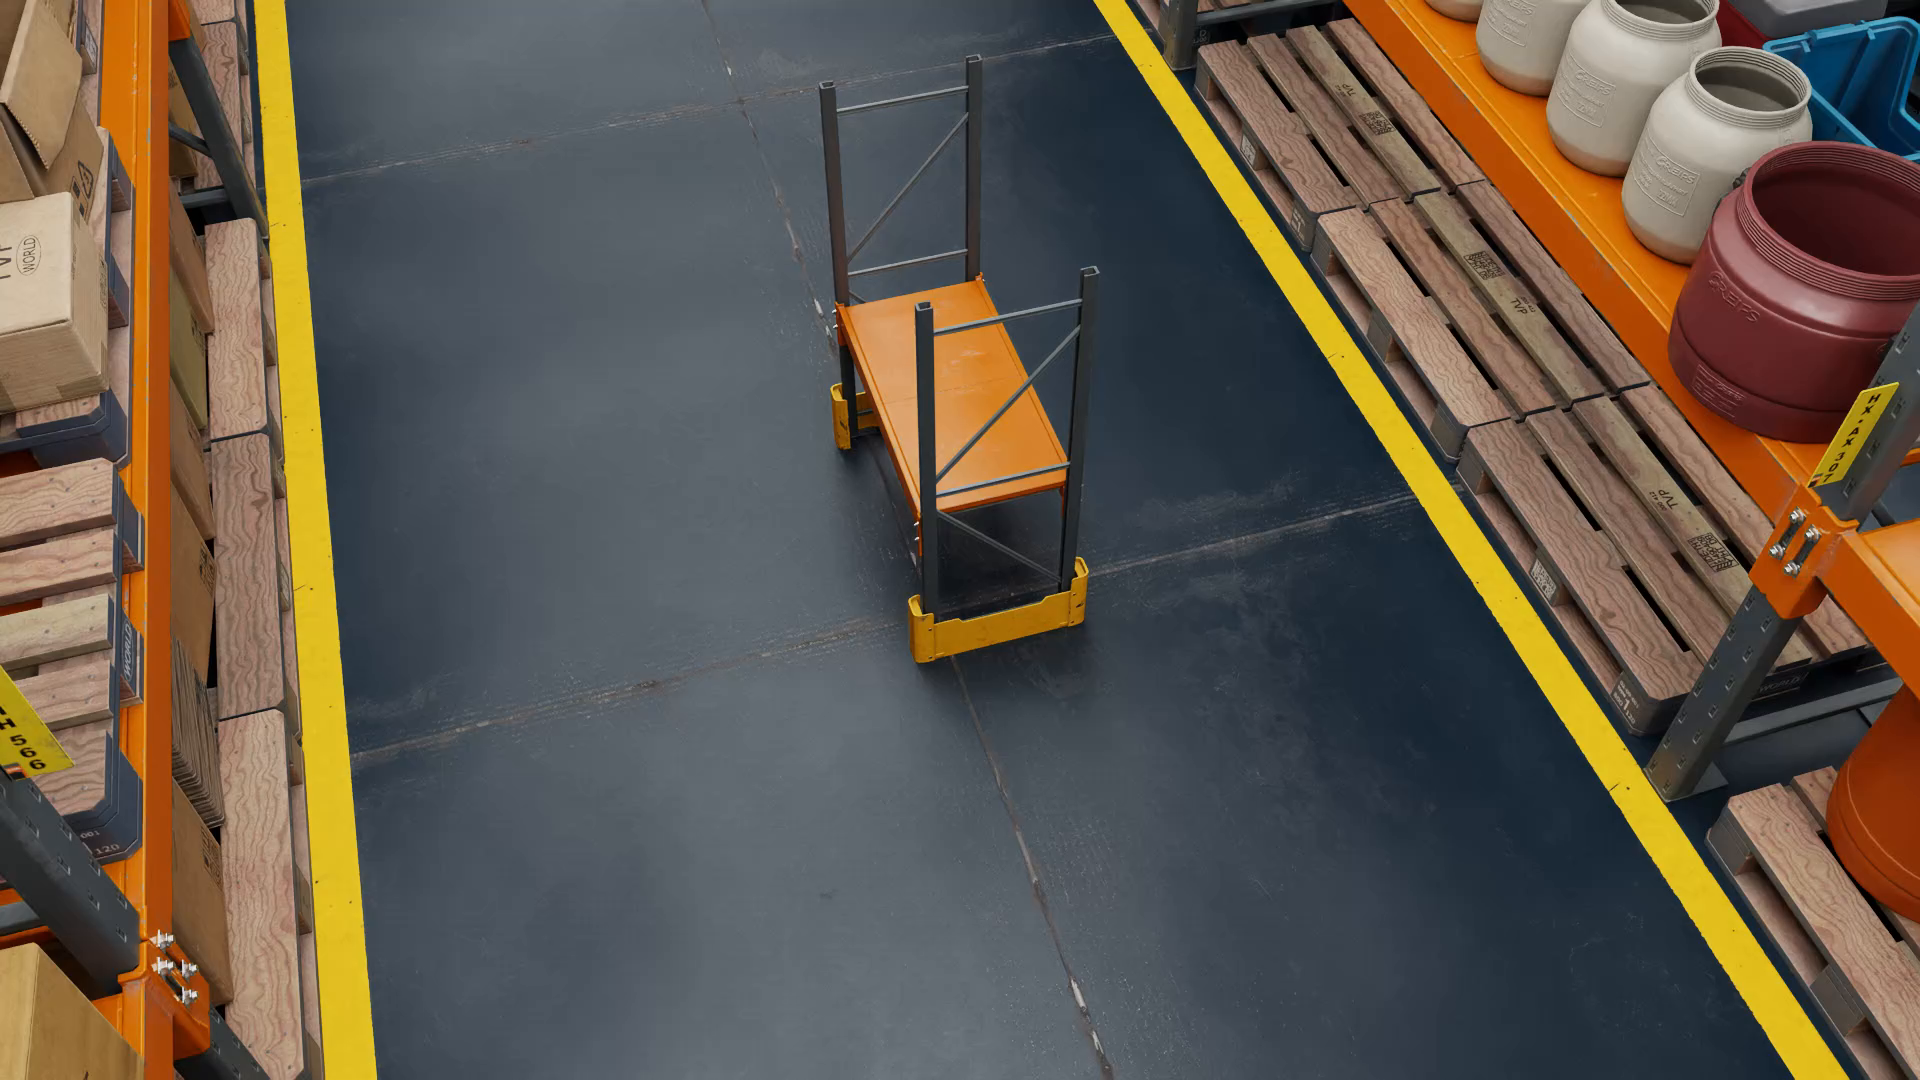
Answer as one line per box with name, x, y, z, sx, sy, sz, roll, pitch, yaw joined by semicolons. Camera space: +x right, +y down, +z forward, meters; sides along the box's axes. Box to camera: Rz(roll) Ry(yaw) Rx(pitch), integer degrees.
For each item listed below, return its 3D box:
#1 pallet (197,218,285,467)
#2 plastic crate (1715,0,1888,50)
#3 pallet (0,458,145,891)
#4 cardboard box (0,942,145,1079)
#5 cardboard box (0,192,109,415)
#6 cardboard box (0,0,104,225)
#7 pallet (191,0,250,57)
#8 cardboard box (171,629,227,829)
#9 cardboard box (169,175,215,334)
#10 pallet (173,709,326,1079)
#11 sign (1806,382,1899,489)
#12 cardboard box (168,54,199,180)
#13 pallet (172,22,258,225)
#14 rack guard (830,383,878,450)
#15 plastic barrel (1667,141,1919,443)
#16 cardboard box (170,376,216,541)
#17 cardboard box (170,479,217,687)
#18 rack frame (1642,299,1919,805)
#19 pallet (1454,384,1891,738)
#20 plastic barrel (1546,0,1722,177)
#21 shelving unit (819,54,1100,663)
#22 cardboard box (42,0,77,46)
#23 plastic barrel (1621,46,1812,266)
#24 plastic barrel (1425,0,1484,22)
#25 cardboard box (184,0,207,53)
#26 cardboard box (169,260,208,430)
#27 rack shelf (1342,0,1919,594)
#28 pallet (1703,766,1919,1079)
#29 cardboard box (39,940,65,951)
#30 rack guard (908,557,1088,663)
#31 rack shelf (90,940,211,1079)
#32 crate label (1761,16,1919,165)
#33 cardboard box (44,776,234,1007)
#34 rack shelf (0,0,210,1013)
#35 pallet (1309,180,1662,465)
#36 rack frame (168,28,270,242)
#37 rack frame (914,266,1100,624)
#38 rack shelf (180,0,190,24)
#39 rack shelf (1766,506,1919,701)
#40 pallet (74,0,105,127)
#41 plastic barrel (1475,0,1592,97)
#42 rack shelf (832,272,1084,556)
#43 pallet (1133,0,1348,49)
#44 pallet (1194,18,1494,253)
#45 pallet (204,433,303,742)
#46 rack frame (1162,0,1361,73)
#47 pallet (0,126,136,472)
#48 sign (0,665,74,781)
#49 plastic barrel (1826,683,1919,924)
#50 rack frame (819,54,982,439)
pallet;-3.077;-0.652;6.162;1.003;0.211;1.213;-13;51;-11
plastic crate;2.420;-1.588;5.085;0.402;0.464;0.583;-13;51;-11
pallet;-2.438;0.368;3.604;1.213;0.211;1.003;-13;51;-11
cardboard box;-1.743;1.074;2.817;0.500;0.500;0.500;-12;51;-10
cardboard box;-2.402;-0.561;4.084;0.500;0.250;0.500;-15;51;-12
cardboard box;-2.708;-1.043;4.325;0.797;0.503;0.637;-9;50;-7
pallet;-3.906;-2.596;7.800;1.003;0.211;1.213;-13;51;-11
cardboard box;-2.519;0.579;4.647;0.700;0.500;0.500;-17;52;-14
cardboard box;-3.148;-1.002;5.980;0.700;0.500;0.500;-17;52;-14
pallet;-2.356;1.130;4.659;1.003;0.211;1.213;-13;51;-11
sign;2.082;-0.241;3.884;0.100;0.325;0.005;-13;51;-11
cardboard box;-3.389;-1.750;6.624;0.500;0.500;0.500;-15;51;-12
pallet;-3.541;-1.703;7.048;1.003;0.211;1.213;-13;51;-11
rack guard;-0.170;-0.500;6.008;0.587;0.250;0.087;-13;51;-11
plastic barrel;2.179;-0.632;4.232;0.600;0.536;0.708;-13;51;-11
cardboard box;-2.859;-0.241;5.338;0.700;0.500;0.500;-17;52;-14
cardboard box;-2.694;0.167;4.995;0.700;0.500;0.500;-9;51;-8
rack frame;2.605;-0.318;4.056;1.000;3.000;0.127;-13;51;-11
pallet;2.413;0.007;5.606;1.003;0.211;1.213;-13;51;-11
plastic barrel;1.973;-1.364;4.865;0.421;0.512;0.421;0;50;0
shelving unit;-0.023;-0.539;5.224;0.587;1.500;1.083;-13;51;-11
cardboard box;-3.208;-1.836;4.669;1.000;1.000;1.000;-13;51;-11
plastic barrel;2.097;-1.057;4.606;0.421;0.512;0.421;0;50;0
plastic barrel;1.713;-1.999;5.384;0.433;0.535;0.433;0;50;0
cardboard box;-3.566;-2.167;6.975;0.500;0.500;0.500;1;50;1
cardboard box;-3.025;-0.649;5.683;0.700;0.500;0.500;-14;51;-11
rack shelf;2.014;-1.547;5.562;1.077;0.370;4.000;-13;51;-11
pallet;2.878;1.147;4.645;1.003;0.211;1.213;-13;51;-11
cardboard box;-2.353;0.742;4.019;0.500;0.250;0.500;-11;51;-9
rack guard;0.125;0.227;5.395;0.587;0.250;0.087;-13;51;-11
rack shelf;-1.535;2.495;2.155;1.077;0.370;4.000;-13;51;-11
crate label;2.570;-1.116;4.706;0.502;0.435;0.616;-13;51;-11
cardboard box;-2.343;0.981;4.308;0.700;0.500;0.500;-16;52;-13
rack shelf;-2.717;-0.427;4.618;1.077;0.370;4.000;-13;51;-11
pallet;2.056;-0.883;6.356;1.003;0.211;1.213;-13;51;-11
rack frame;-3.309;-2.119;5.575;1.000;3.000;0.127;-13;51;-11
rack frame;0.125;-0.174;4.916;0.500;1.500;0.032;-13;51;-11
rack shelf;-3.900;-3.348;7.081;1.077;0.370;4.000;-13;51;-11
rack shelf;3.197;1.375;3.100;1.077;0.370;4.000;-13;51;-11
pallet;-3.222;-1.466;5.150;1.003;0.211;1.213;-13;51;-11
plastic barrel;1.841;-1.683;5.118;0.433;0.535;0.433;0;50;0
rack shelf;-0.025;-0.430;5.367;0.538;0.185;1.000;-13;51;-11
pallet;1.264;-2.840;8.006;1.003;0.211;1.213;-13;51;-11
pallet;1.692;-1.776;7.109;1.003;0.211;1.213;-13;51;-11
pallet;-2.713;0.240;5.409;1.003;0.211;1.213;-13;51;-11
rack frame;1.423;-3.239;6.519;1.000;3.000;0.127;-13;51;-11
pallet;-2.750;-0.573;4.396;1.003;0.211;1.213;-13;51;-11
sign;-1.597;0.301;2.777;0.100;0.325;0.005;-13;51;-11
plastic barrel;2.766;0.600;4.427;0.600;0.830;0.708;-13;51;-11
rack frame;-0.176;-0.917;5.542;0.500;1.500;0.032;-13;51;-11
